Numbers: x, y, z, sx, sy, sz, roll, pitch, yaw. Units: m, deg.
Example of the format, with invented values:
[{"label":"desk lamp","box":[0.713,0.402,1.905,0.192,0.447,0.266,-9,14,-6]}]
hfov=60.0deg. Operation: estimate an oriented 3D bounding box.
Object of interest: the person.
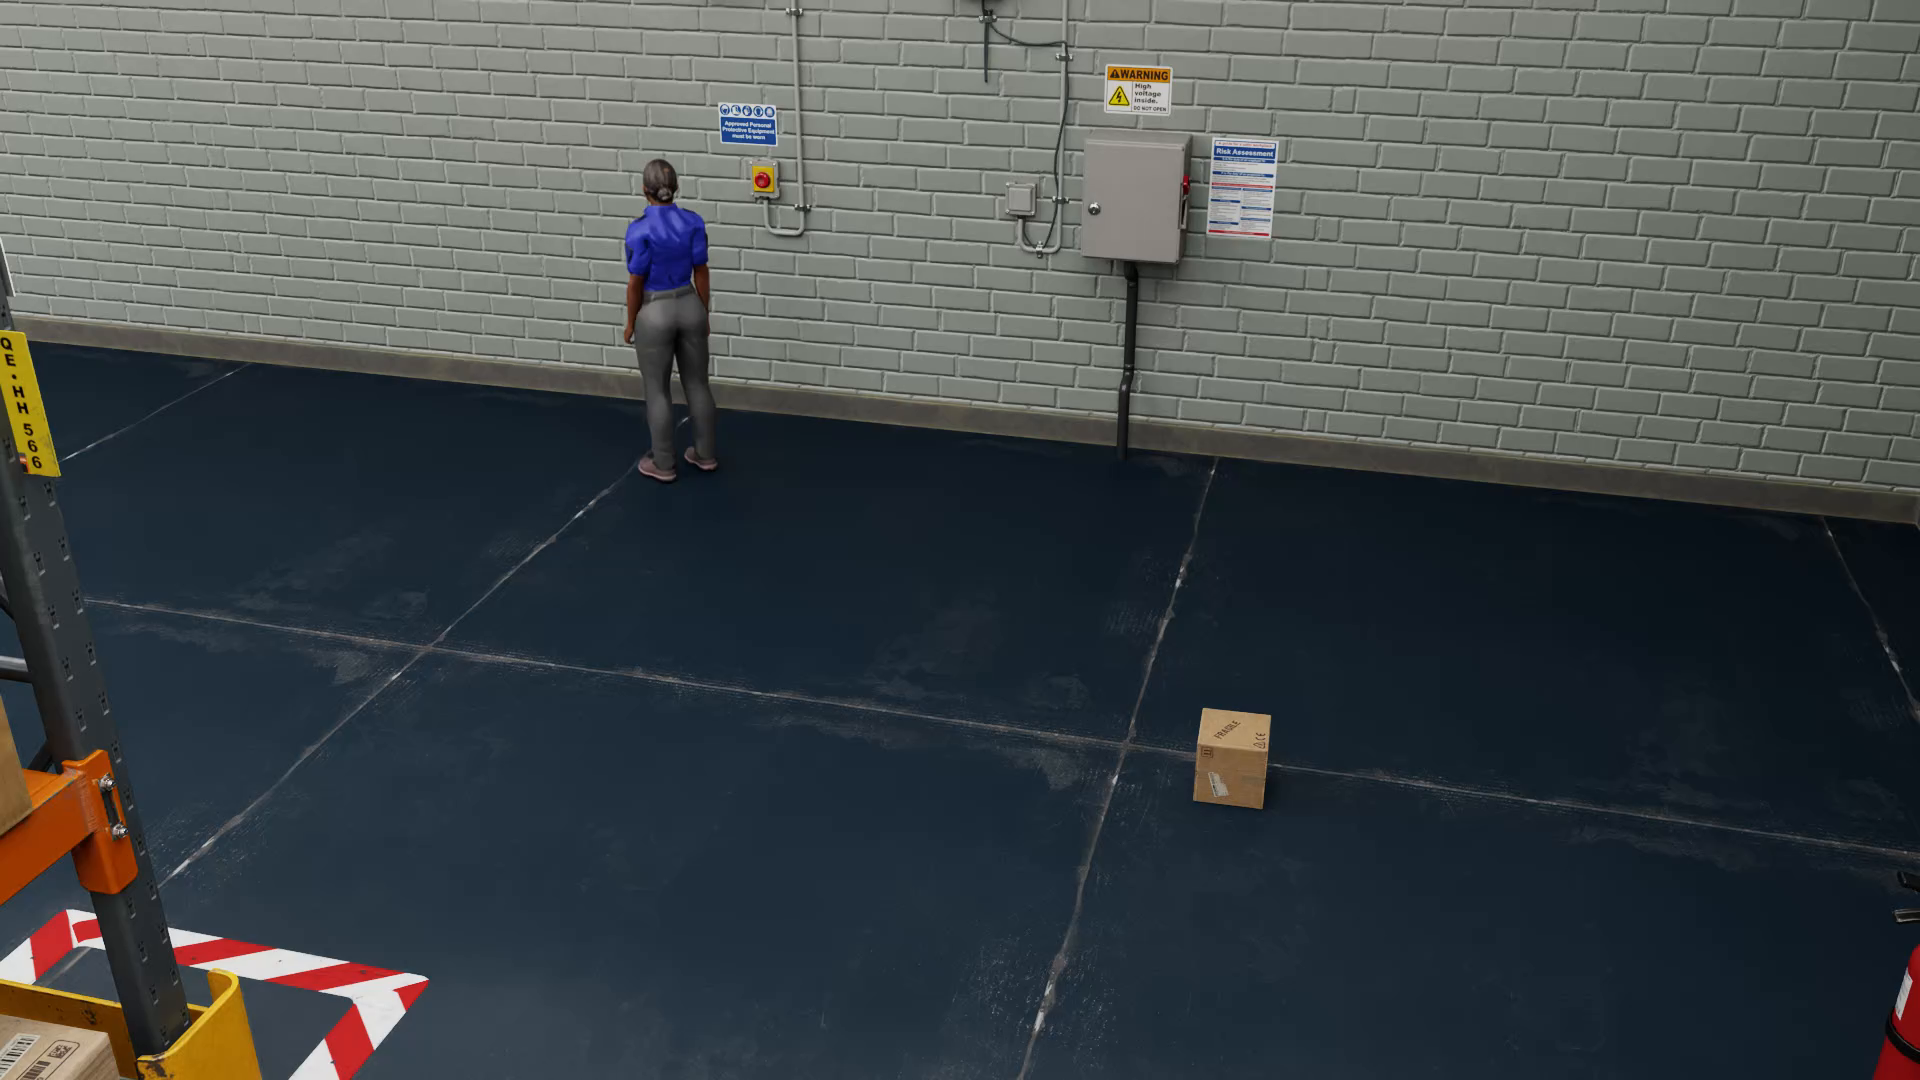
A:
[{"label":"person","box":[-1.485,-1.104,8.434,0.440,1.646,0.357,-17,30,-31]}]
